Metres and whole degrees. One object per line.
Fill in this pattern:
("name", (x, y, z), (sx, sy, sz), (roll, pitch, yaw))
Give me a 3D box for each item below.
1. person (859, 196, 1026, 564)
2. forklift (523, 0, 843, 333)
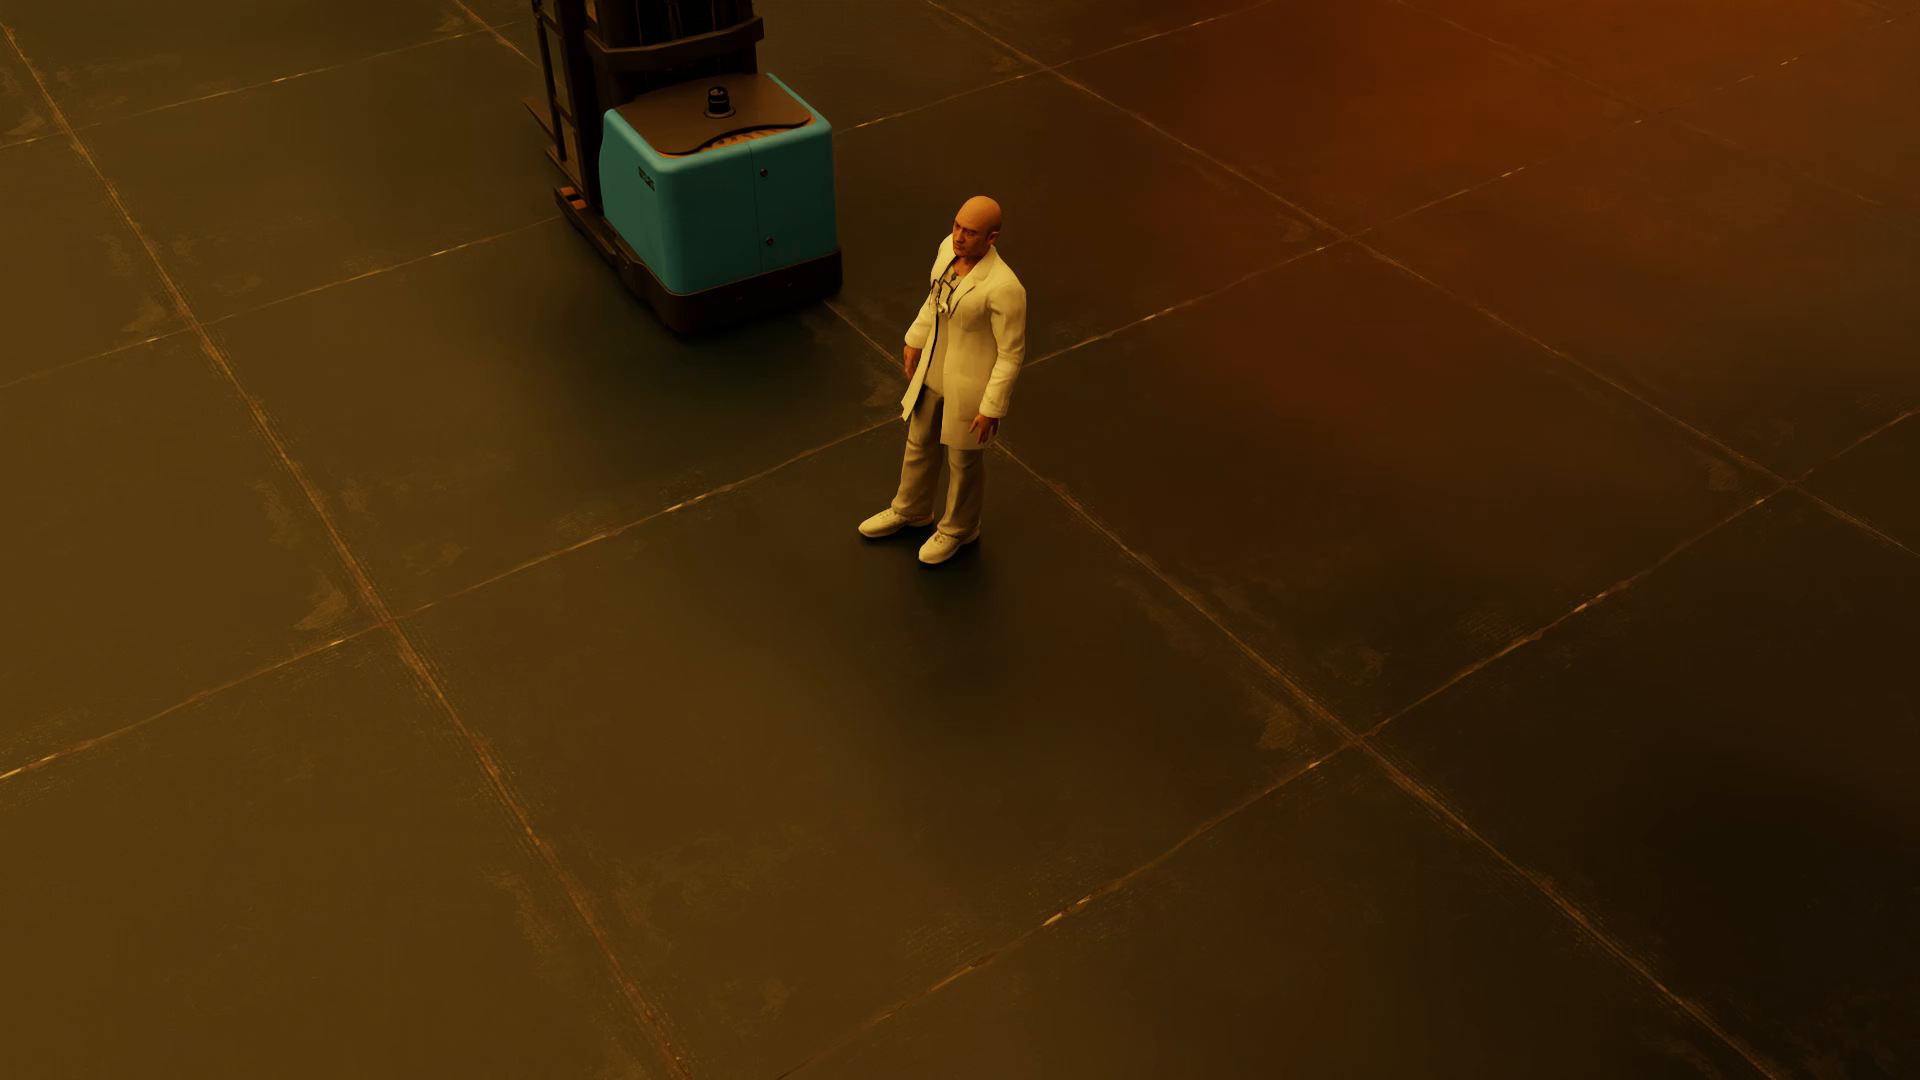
("person", (-0.076, -0.661, 7.253), (0.581, 1.775, 0.696), (-24, 45, -26))
("forklift", (-1.852, -3.182, 9.417), (1.130, 2.935, 3.031), (-21, 44, -23))
